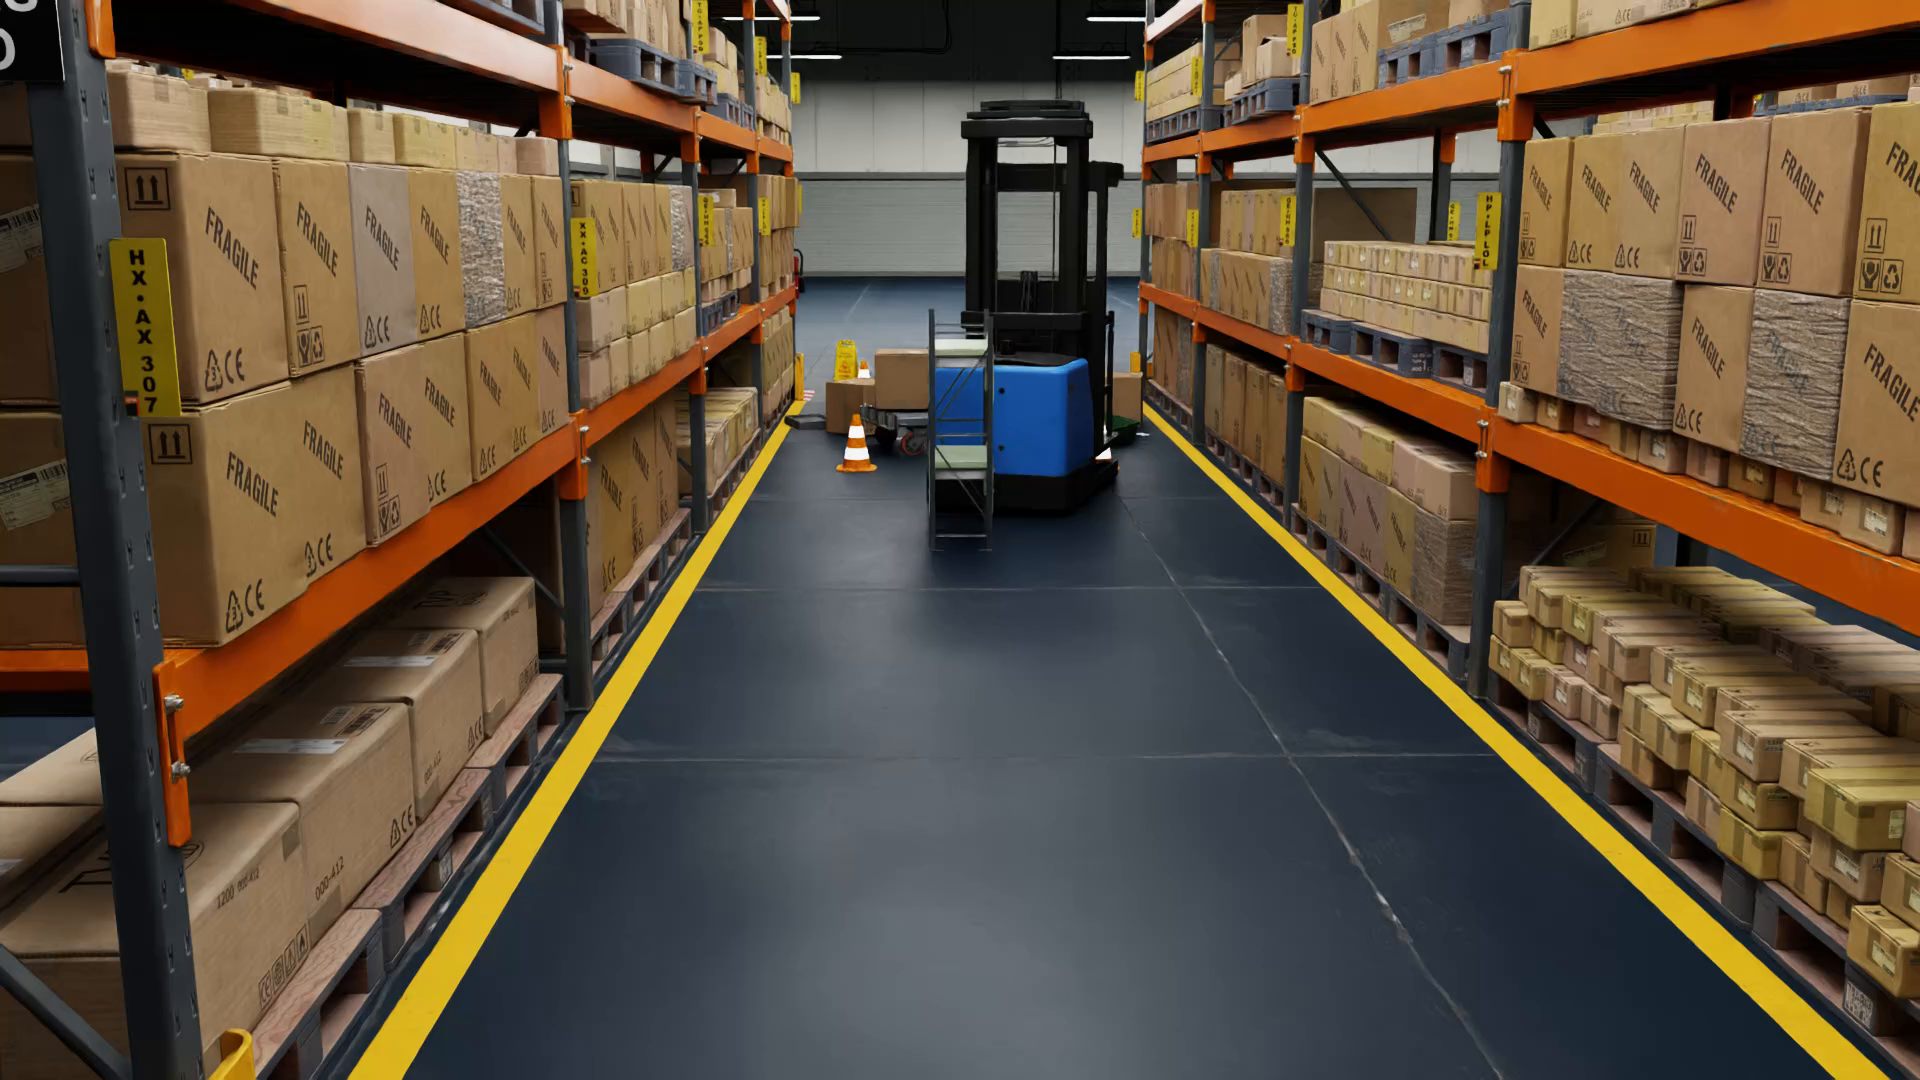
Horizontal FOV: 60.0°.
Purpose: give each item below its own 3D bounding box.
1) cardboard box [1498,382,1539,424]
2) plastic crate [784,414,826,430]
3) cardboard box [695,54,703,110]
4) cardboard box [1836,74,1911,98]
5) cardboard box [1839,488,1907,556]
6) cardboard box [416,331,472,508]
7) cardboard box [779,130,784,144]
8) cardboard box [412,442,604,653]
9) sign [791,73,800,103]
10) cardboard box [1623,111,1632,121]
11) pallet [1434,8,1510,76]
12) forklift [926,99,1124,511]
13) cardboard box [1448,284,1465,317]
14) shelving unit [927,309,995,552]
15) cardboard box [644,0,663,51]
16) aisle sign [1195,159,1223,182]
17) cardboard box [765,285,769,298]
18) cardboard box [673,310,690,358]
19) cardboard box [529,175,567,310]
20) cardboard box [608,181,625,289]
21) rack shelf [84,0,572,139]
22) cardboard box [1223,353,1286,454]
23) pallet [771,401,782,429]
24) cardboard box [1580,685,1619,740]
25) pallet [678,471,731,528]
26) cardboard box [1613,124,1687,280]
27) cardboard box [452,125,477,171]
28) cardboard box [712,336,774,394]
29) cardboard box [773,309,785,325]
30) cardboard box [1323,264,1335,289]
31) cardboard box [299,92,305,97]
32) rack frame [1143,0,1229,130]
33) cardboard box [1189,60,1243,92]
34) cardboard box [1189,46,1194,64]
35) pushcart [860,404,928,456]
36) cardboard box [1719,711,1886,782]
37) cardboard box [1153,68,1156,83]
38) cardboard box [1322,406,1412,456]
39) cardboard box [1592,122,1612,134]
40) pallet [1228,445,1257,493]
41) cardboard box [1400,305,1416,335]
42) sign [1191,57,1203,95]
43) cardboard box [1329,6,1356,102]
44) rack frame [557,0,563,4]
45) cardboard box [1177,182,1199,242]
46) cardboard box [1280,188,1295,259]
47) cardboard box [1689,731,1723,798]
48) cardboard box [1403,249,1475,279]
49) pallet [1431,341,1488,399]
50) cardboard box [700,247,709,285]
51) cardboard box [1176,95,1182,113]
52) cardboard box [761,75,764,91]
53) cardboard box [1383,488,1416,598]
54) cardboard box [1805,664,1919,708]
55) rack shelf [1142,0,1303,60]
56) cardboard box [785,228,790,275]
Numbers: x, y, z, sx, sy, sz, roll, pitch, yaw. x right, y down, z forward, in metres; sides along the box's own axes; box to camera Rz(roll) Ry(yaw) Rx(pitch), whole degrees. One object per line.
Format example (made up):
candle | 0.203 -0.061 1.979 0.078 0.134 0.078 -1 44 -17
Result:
cardboard box | 2.495 -0.578 6.997 0.380 0.149 0.250 0 11 1
plastic crate | -1.509 -1.193 16.740 0.402 0.080 0.583 -4 12 -21
cardboard box | -2.274 -3.337 12.161 0.797 0.503 0.637 0 11 -1
cardboard box | 7.543 -3.795 13.360 0.797 0.503 0.637 0 11 1
cardboard box | 2.593 -0.054 4.415 0.380 0.149 0.250 0 11 0
cardboard box | -1.829 -0.370 5.088 0.500 0.500 0.500 0 11 1
cardboard box | -2.082 -4.279 17.693 0.380 0.149 0.250 0 11 1
cardboard box | -2.224 -0.006 7.832 0.875 0.875 0.875 0 11 1
sign | -1.824 -5.006 18.420 0.100 0.325 0.005 0 11 -1
cardboard box | 7.275 -4.525 17.648 0.380 0.149 0.250 0 11 1
pallet | 2.910 -2.260 7.583 1.213 0.211 1.003 0 11 -1
forklift | 0.650 -1.892 13.012 1.130 2.935 3.031 3 12 16
cardboard box | 2.602 -1.167 8.097 0.380 0.149 0.250 0 11 1
shelving unit | 0.000 -0.736 10.917 0.431 1.500 0.755 0 11 -1
cardboard box | -1.887 -2.889 8.905 0.500 0.500 0.500 0 11 -1
aisle sign | 2.866 -4.434 18.831 0.394 0.787 0.004 0 11 -1
cardboard box | -2.045 -2.402 15.985 0.380 0.149 0.250 0 11 1
cardboard box | -1.917 -1.239 10.000 0.500 0.250 0.500 0 11 0
cardboard box | -1.845 -1.165 6.491 0.500 0.500 0.500 0 11 -2
cardboard box | -1.891 -1.447 7.882 0.500 0.500 0.500 0 11 -1
rack shelf | -2.090 -1.438 4.870 1.077 0.370 4.000 0 11 -1
cardboard box | 2.770 -1.138 13.725 1.050 0.750 0.750 0 11 -1
pallet | -2.374 -1.319 17.028 1.003 0.211 1.213 0 11 -1
cardboard box | 2.620 0.658 6.383 0.380 0.149 0.250 0 11 -2
pallet | -2.228 -0.302 12.019 1.003 0.211 1.213 0 11 -1
cardboard box | 2.587 -1.150 5.668 0.500 0.500 0.500 0 11 0
cardboard box | -1.850 -1.313 5.590 0.380 0.149 0.250 0 11 -2
cardboard box | -2.038 -1.653 15.636 0.500 0.500 0.500 0 11 2
cardboard box | -2.021 -2.314 17.264 0.380 0.149 0.250 0 11 1
cardboard box | 2.543 -1.686 10.651 0.380 0.149 0.250 0 11 1
cardboard box | -7.015 -4.528 17.320 0.396 0.266 0.258 0 11 -1
rack frame | 2.568 -6.084 18.417 1.000 3.000 0.127 0 11 -1
cardboard box | 2.384 -4.243 15.207 0.500 0.250 0.500 0 11 -2
cardboard box | 2.319 -4.463 15.290 0.380 0.149 0.250 0 11 -1
pushcart | -0.018 -1.043 15.251 1.648 0.377 0.936 -4 12 -21
cardboard box | 2.551 0.626 5.048 0.380 0.149 0.250 0 11 1
cardboard box | 2.267 -4.969 17.780 0.380 0.149 0.250 0 11 -2
cardboard box | 2.516 -0.664 10.130 0.500 0.250 0.500 0 11 -2
cardboard box | 7.281 -4.444 18.255 0.500 0.250 0.500 0 11 1
pallet | 2.770 -0.586 13.419 1.003 0.211 1.213 0 11 -1
cardboard box | 2.580 -1.179 8.901 0.380 0.149 0.250 0 11 1
sign | 2.096 -4.109 14.724 0.100 0.325 0.005 0 11 -1
cardboard box | 2.497 -2.859 9.812 0.500 0.500 0.500 0 11 -1
rack frame | -2.131 -3.659 6.460 1.000 3.000 0.127 0 11 -1
cardboard box | 2.550 -3.134 15.871 0.875 0.550 0.550 0 11 -1
cardboard box | 2.722 -2.283 12.001 0.700 0.500 0.500 0 11 -2
cardboard box | 2.580 0.721 5.328 0.380 0.149 0.250 0 11 2
cardboard box | 2.586 -1.471 8.846 0.380 0.149 0.250 -1 11 -4
pallet | 2.946 -0.818 8.027 1.003 0.211 1.213 0 11 -1
cardboard box | -1.991 -2.005 11.340 0.500 0.500 0.500 -1 11 -3
cardboard box | 2.302 -4.224 16.115 0.380 0.149 0.250 0 11 0
cardboard box | -2.007 -4.215 15.371 0.380 0.149 0.250 -1 11 -3
cardboard box | 2.539 0.012 8.685 0.500 0.500 0.500 -1 11 -2
cardboard box | 3.080 0.519 5.573 0.380 0.149 0.250 0 11 -1
rack shelf | 2.609 -5.138 16.569 1.077 0.370 4.000 0 11 -1
cardboard box | -2.086 -3.092 17.758 0.500 0.500 0.500 0 11 -1
